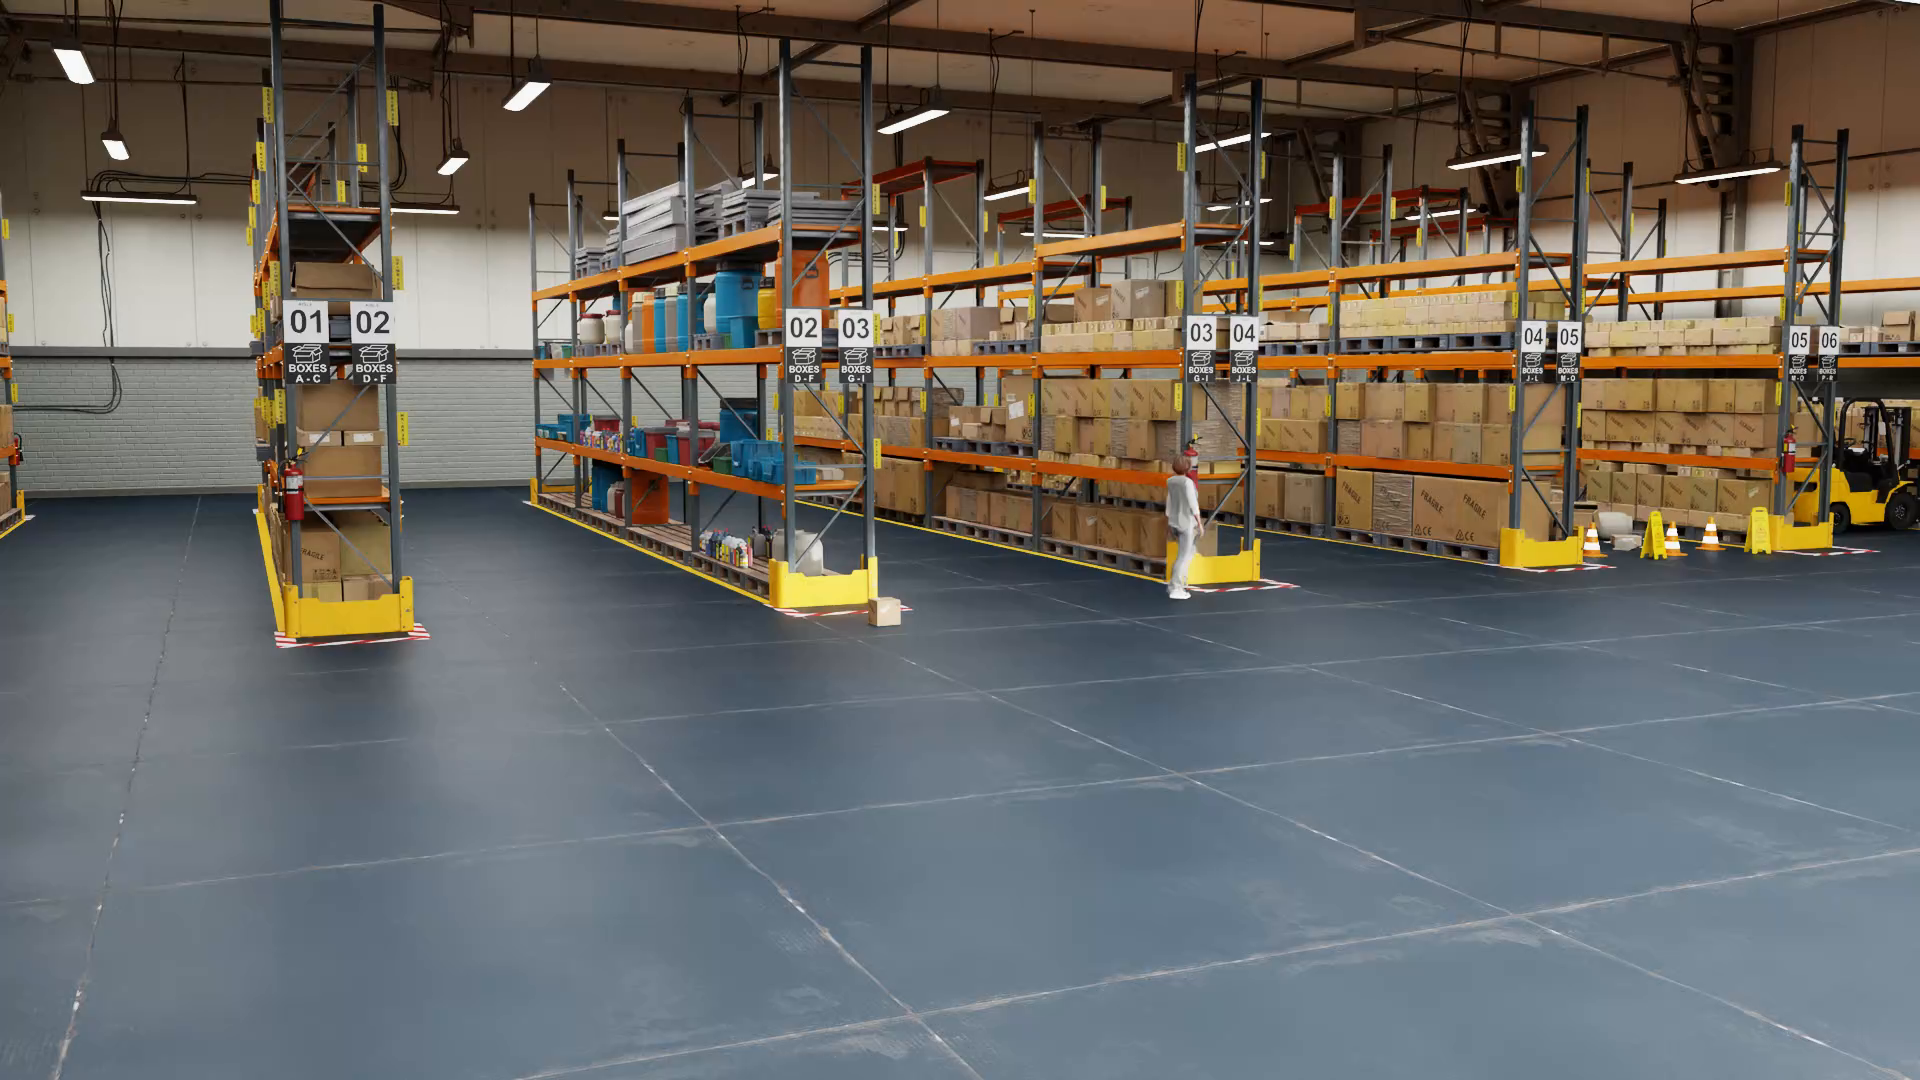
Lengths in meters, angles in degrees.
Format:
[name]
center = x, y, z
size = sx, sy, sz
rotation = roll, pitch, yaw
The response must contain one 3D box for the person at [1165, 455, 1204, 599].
[person]
center = 2.492, -0.134, 18.420
size = 0.466, 1.617, 0.456
rotation = -3, 6, -29
